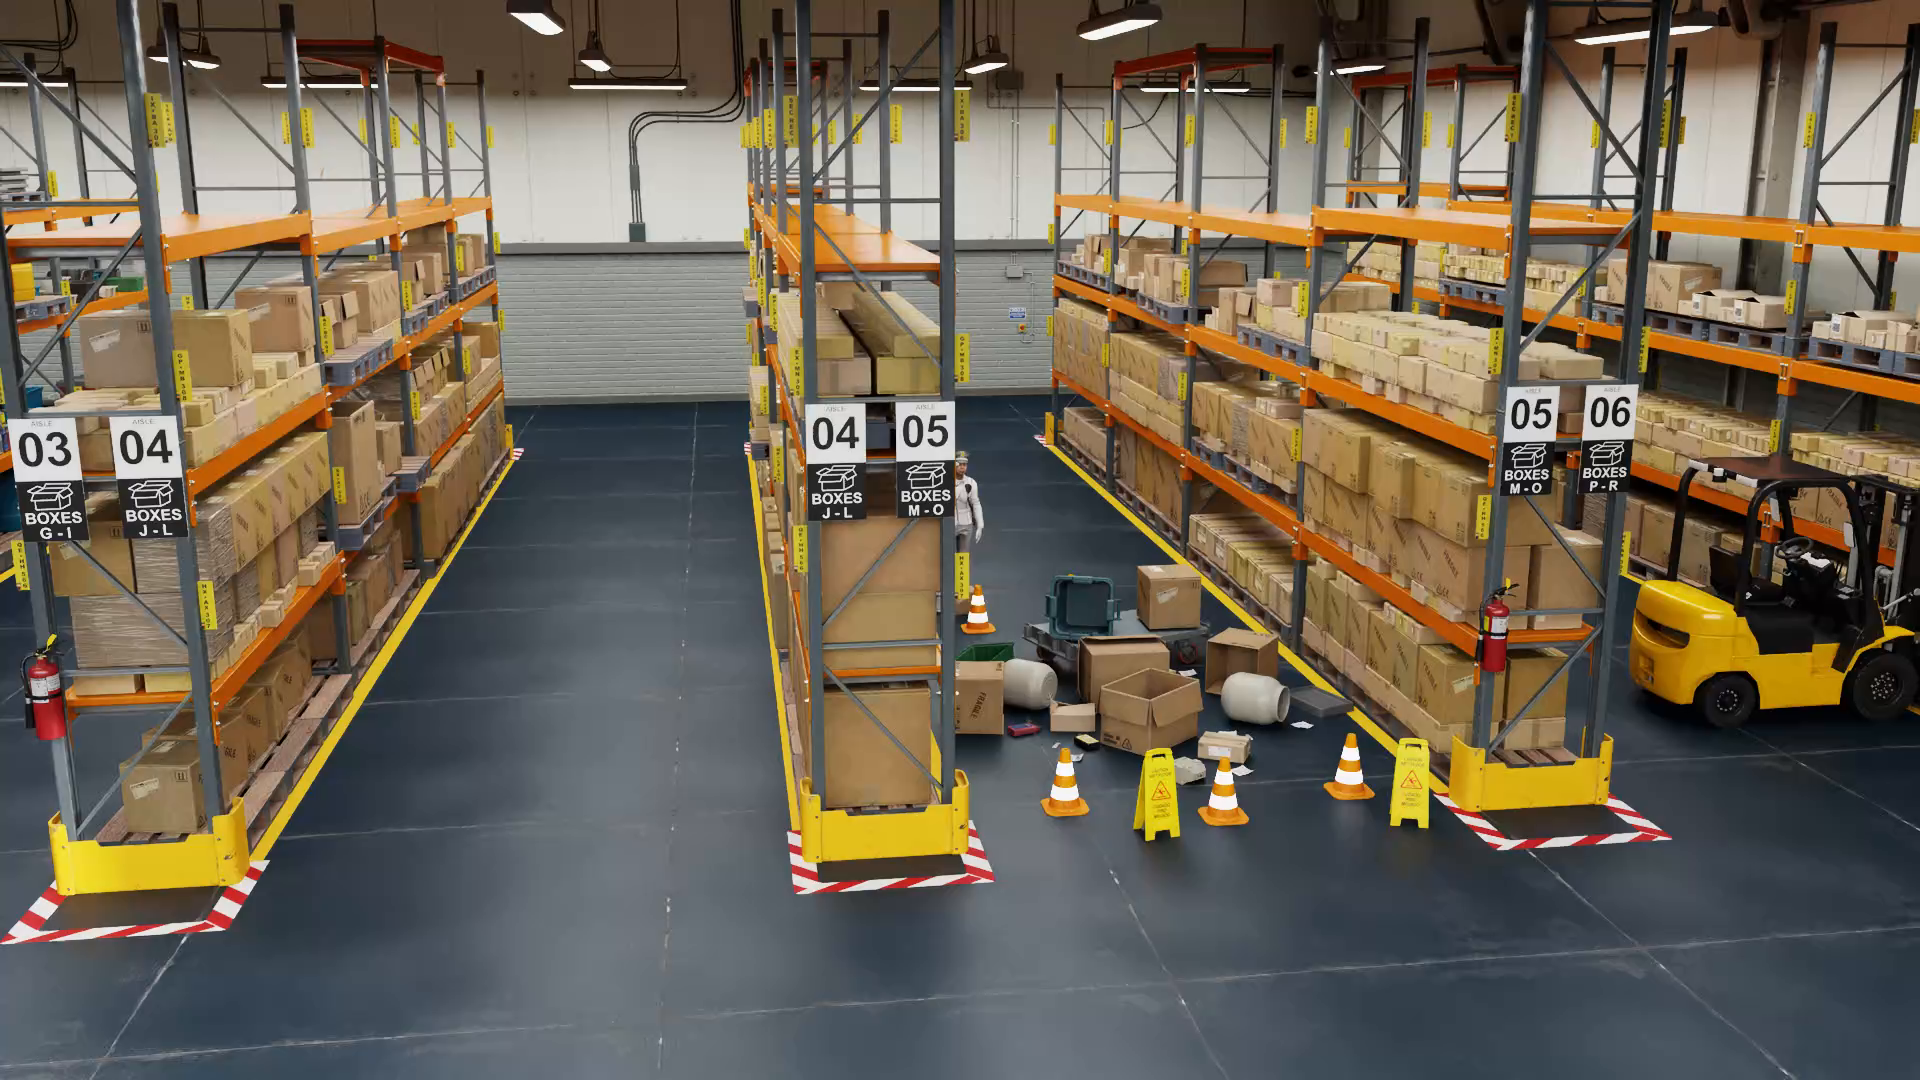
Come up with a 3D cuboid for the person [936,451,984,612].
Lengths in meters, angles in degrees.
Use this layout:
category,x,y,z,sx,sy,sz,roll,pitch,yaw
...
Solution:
category,x,y,z,sx,sy,sz,roll,pitch,yaw
person,-0.029,-0.109,17.837,0.587,1.696,0.533,-2,13,-8
